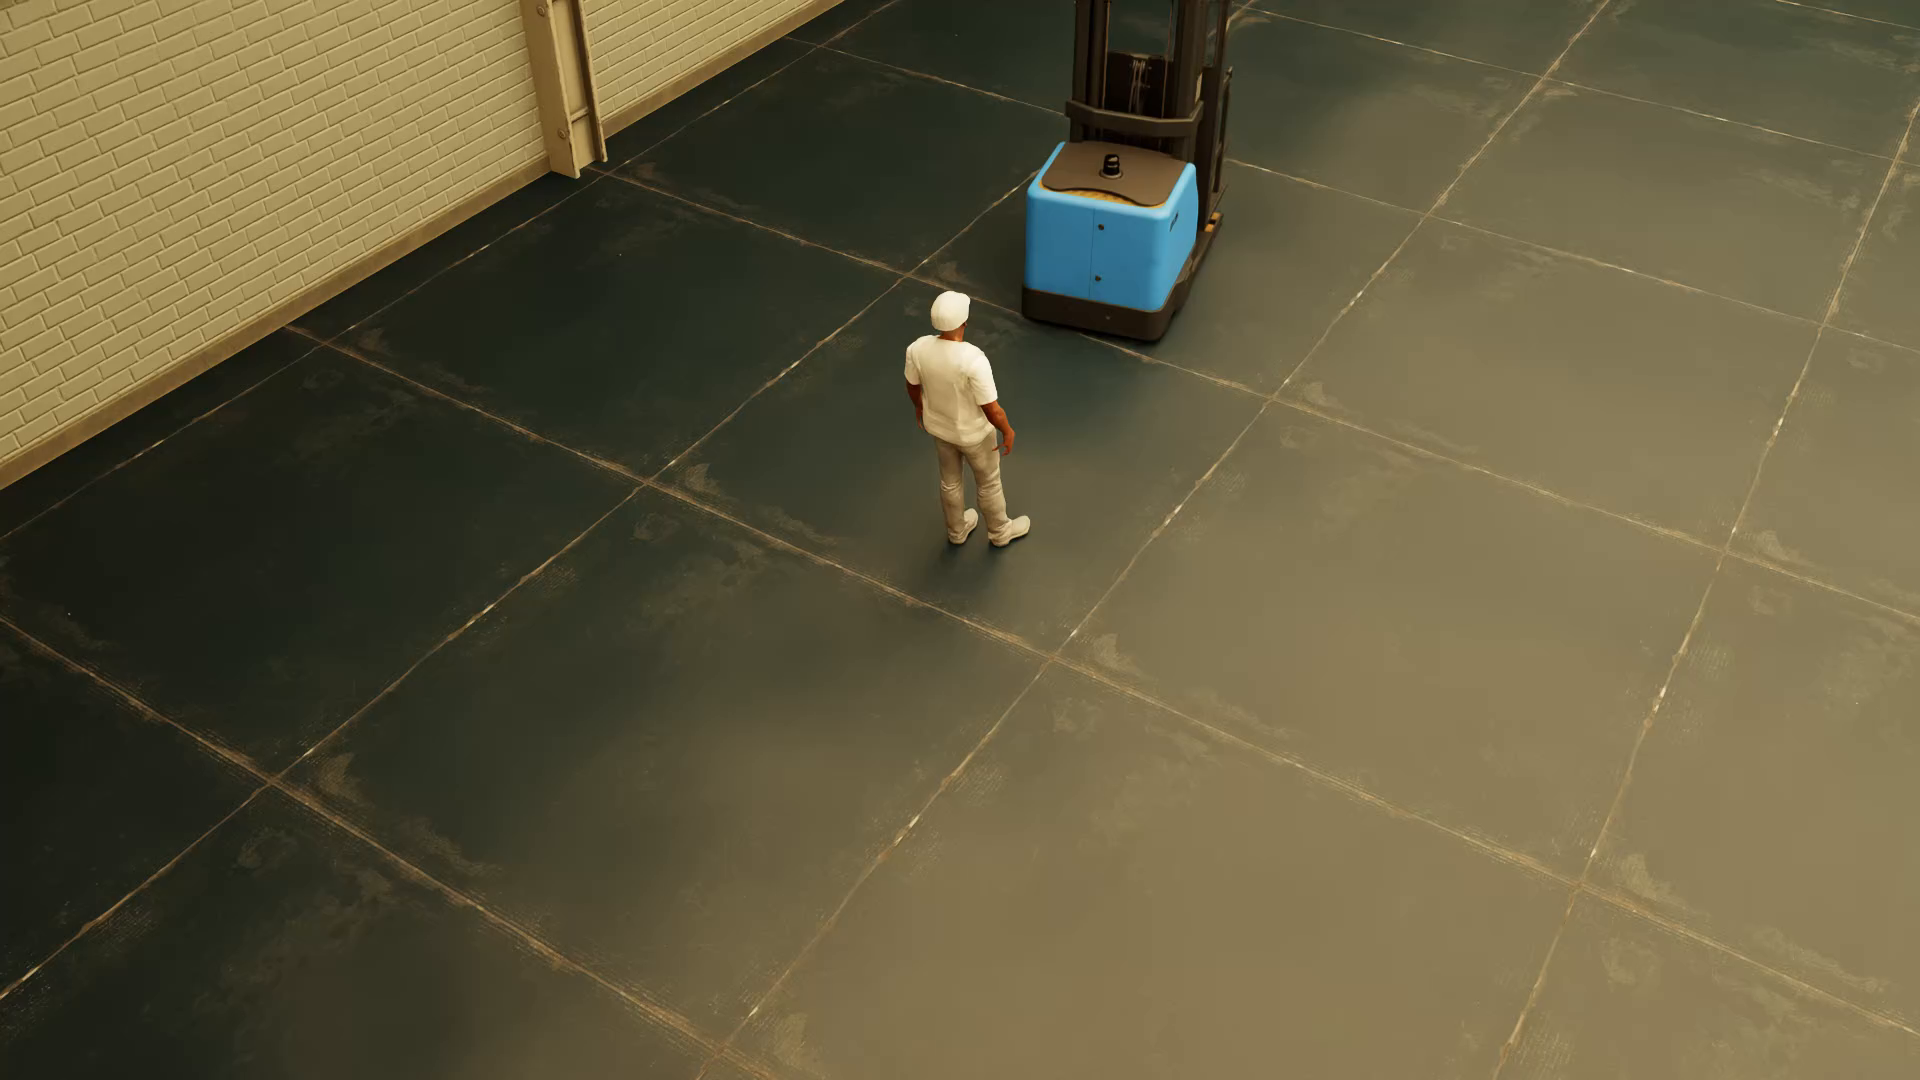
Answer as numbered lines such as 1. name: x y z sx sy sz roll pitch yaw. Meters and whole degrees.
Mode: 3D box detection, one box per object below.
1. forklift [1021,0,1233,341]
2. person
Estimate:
1. forklift: 1.429 -3.493 12.089 1.130 2.935 3.031 13 42 15
2. person: 0.042 -0.716 9.701 0.665 1.768 0.575 22 45 24
